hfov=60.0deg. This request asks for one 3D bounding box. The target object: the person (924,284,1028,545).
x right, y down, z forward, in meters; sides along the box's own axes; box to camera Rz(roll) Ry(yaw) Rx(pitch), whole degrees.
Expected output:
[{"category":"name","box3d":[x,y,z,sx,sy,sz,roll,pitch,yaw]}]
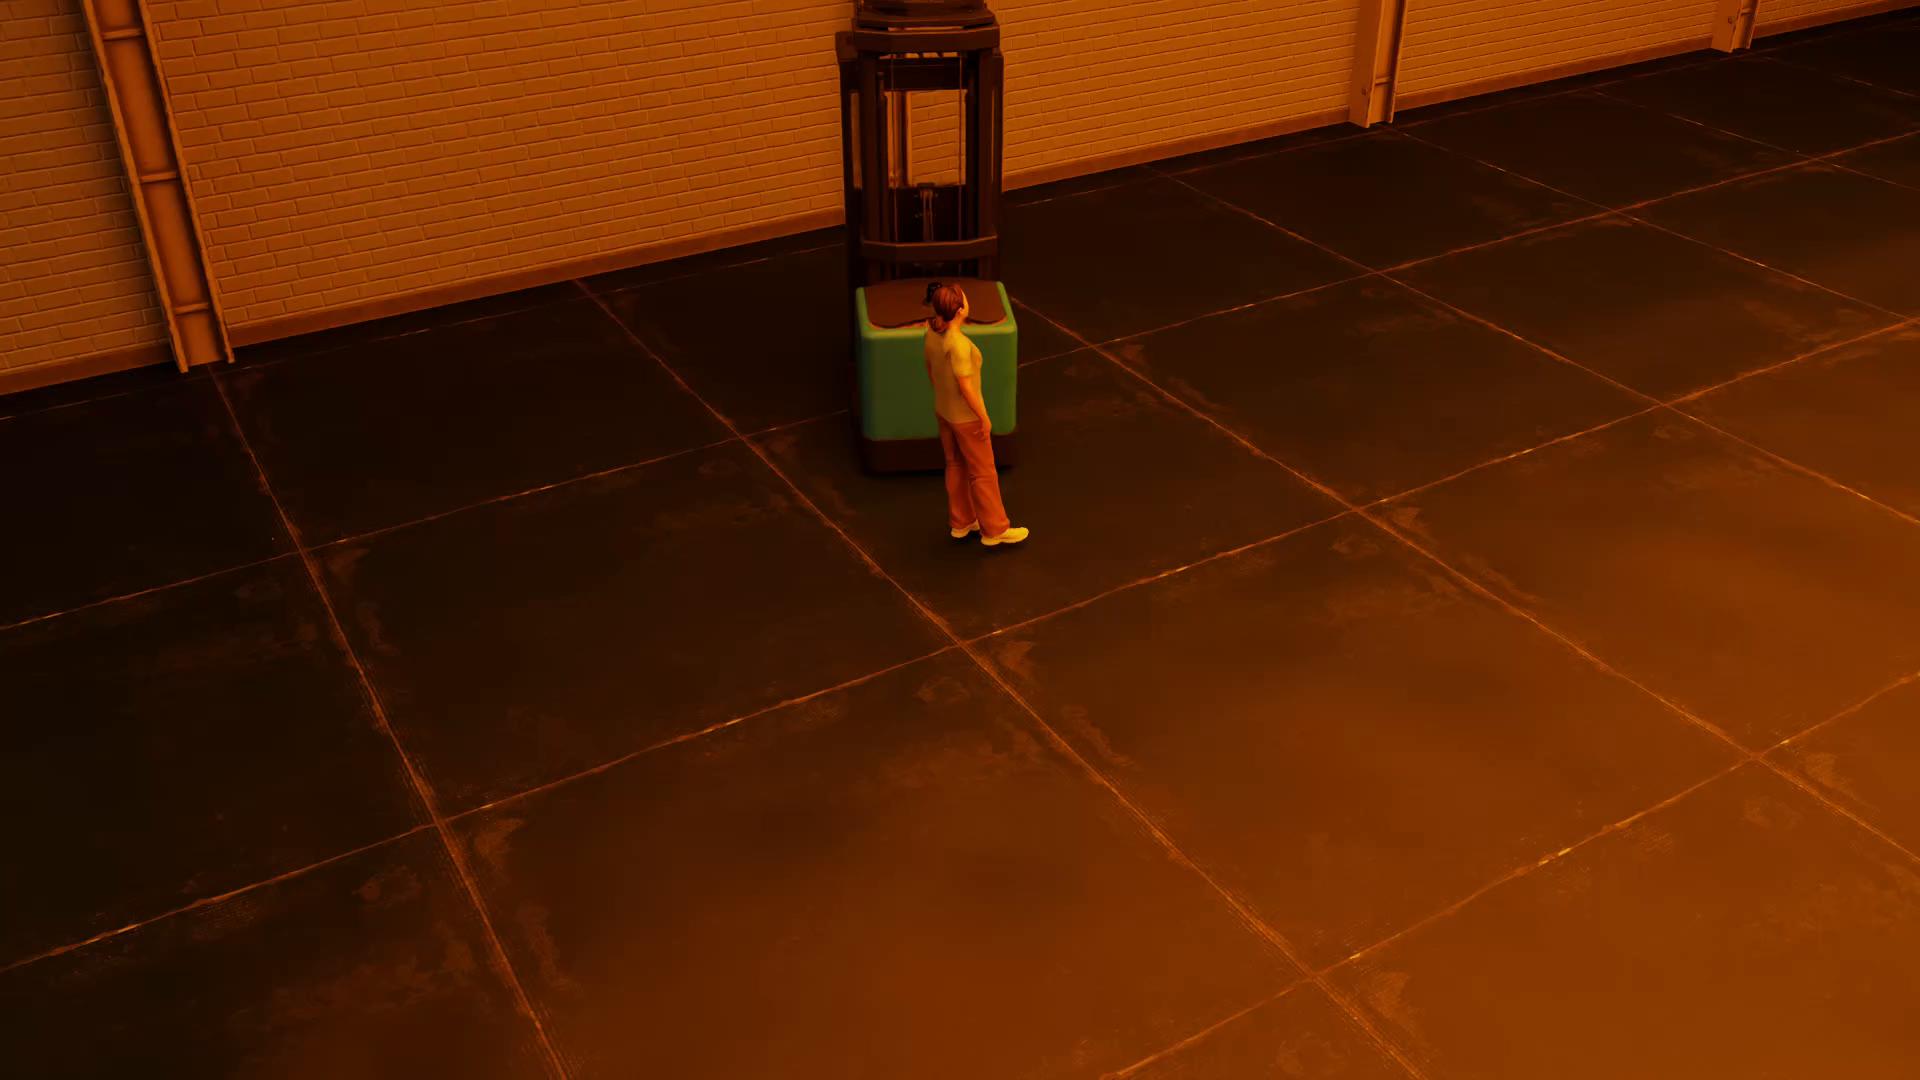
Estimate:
[{"category":"person","box3d":[0.068,-0.774,10.069,0.549,1.676,0.553,-17,35,-26]}]

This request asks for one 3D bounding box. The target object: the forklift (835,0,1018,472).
[{"category":"forklift","box3d":[-0.281,-2.446,11.731,1.130,2.935,3.031,-3,31,-5]}]
